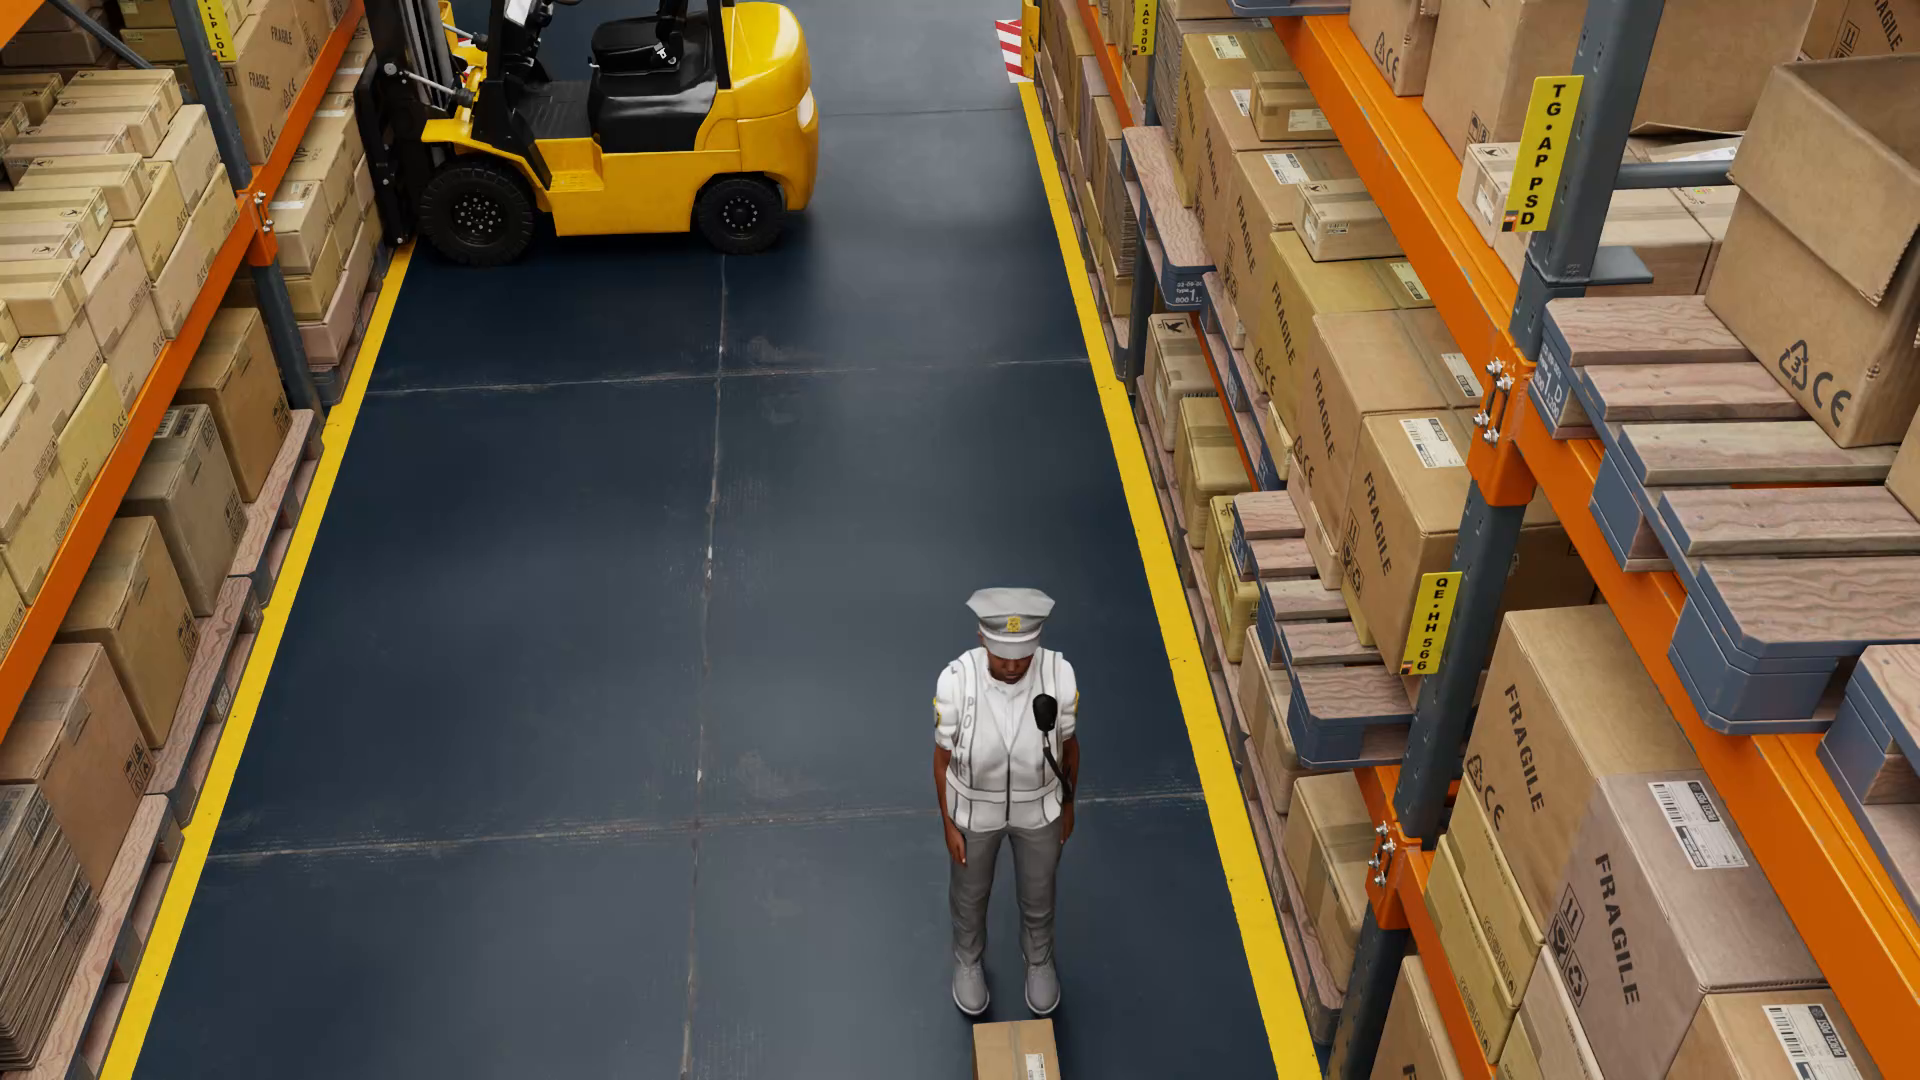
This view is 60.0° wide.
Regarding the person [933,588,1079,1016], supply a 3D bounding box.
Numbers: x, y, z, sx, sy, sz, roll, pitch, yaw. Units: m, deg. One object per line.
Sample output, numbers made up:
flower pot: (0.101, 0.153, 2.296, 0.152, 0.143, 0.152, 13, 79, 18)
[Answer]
person: (0.143, 0.829, 5.123, 0.445, 1.696, 0.348, -3, 39, -3)
